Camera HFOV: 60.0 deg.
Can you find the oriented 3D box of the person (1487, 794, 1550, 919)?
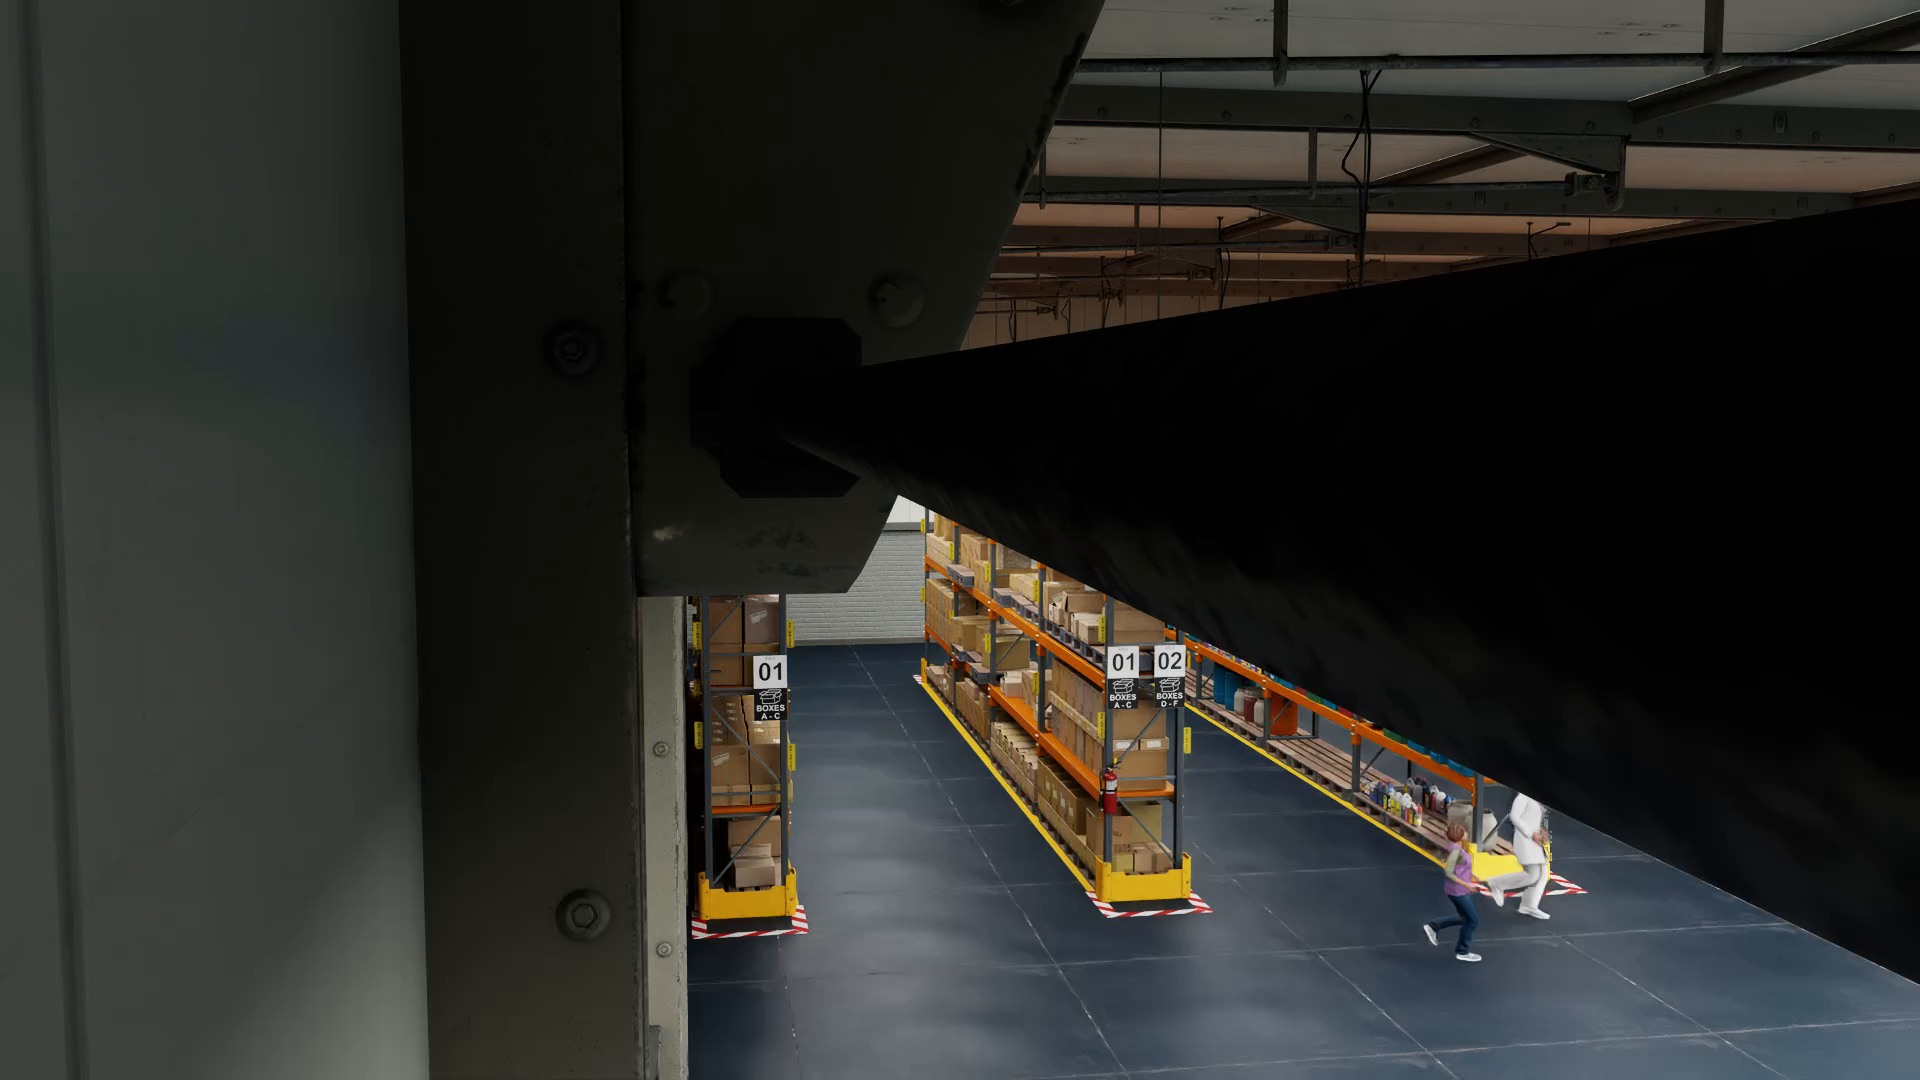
[{"bbox_3d":[6.894,3.691,20.341,0.741,1.735,0.722,3,6,30],"label":"person"}]

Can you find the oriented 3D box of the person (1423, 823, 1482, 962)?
[{"bbox_3d":[5.514,3.921,18.573,0.637,1.551,0.540,1,5,16],"label":"person"}]
